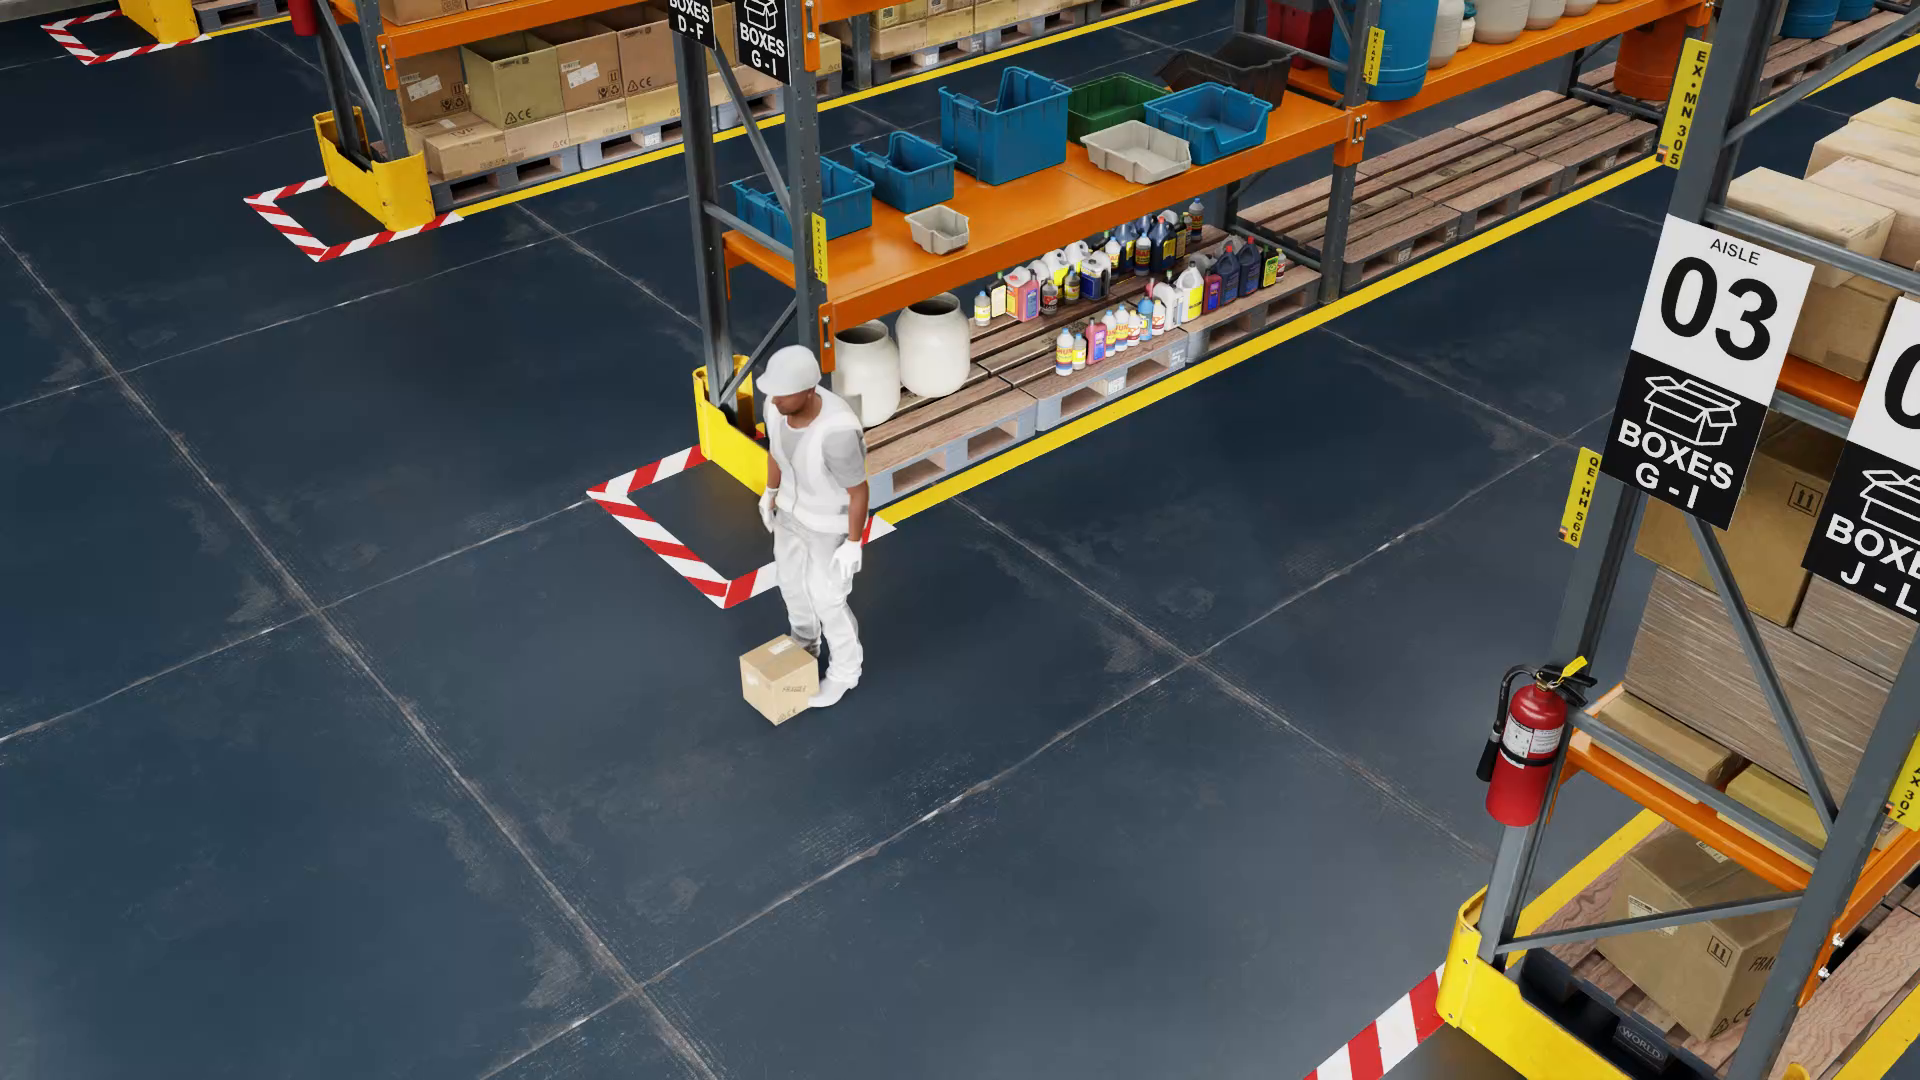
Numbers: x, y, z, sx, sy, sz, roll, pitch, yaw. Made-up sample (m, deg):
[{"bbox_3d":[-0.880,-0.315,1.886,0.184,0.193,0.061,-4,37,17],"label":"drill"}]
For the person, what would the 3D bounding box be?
[{"bbox_3d":[-0.643,-0.081,7.185,0.452,1.772,0.617,-28,44,-34],"label":"person"}]
